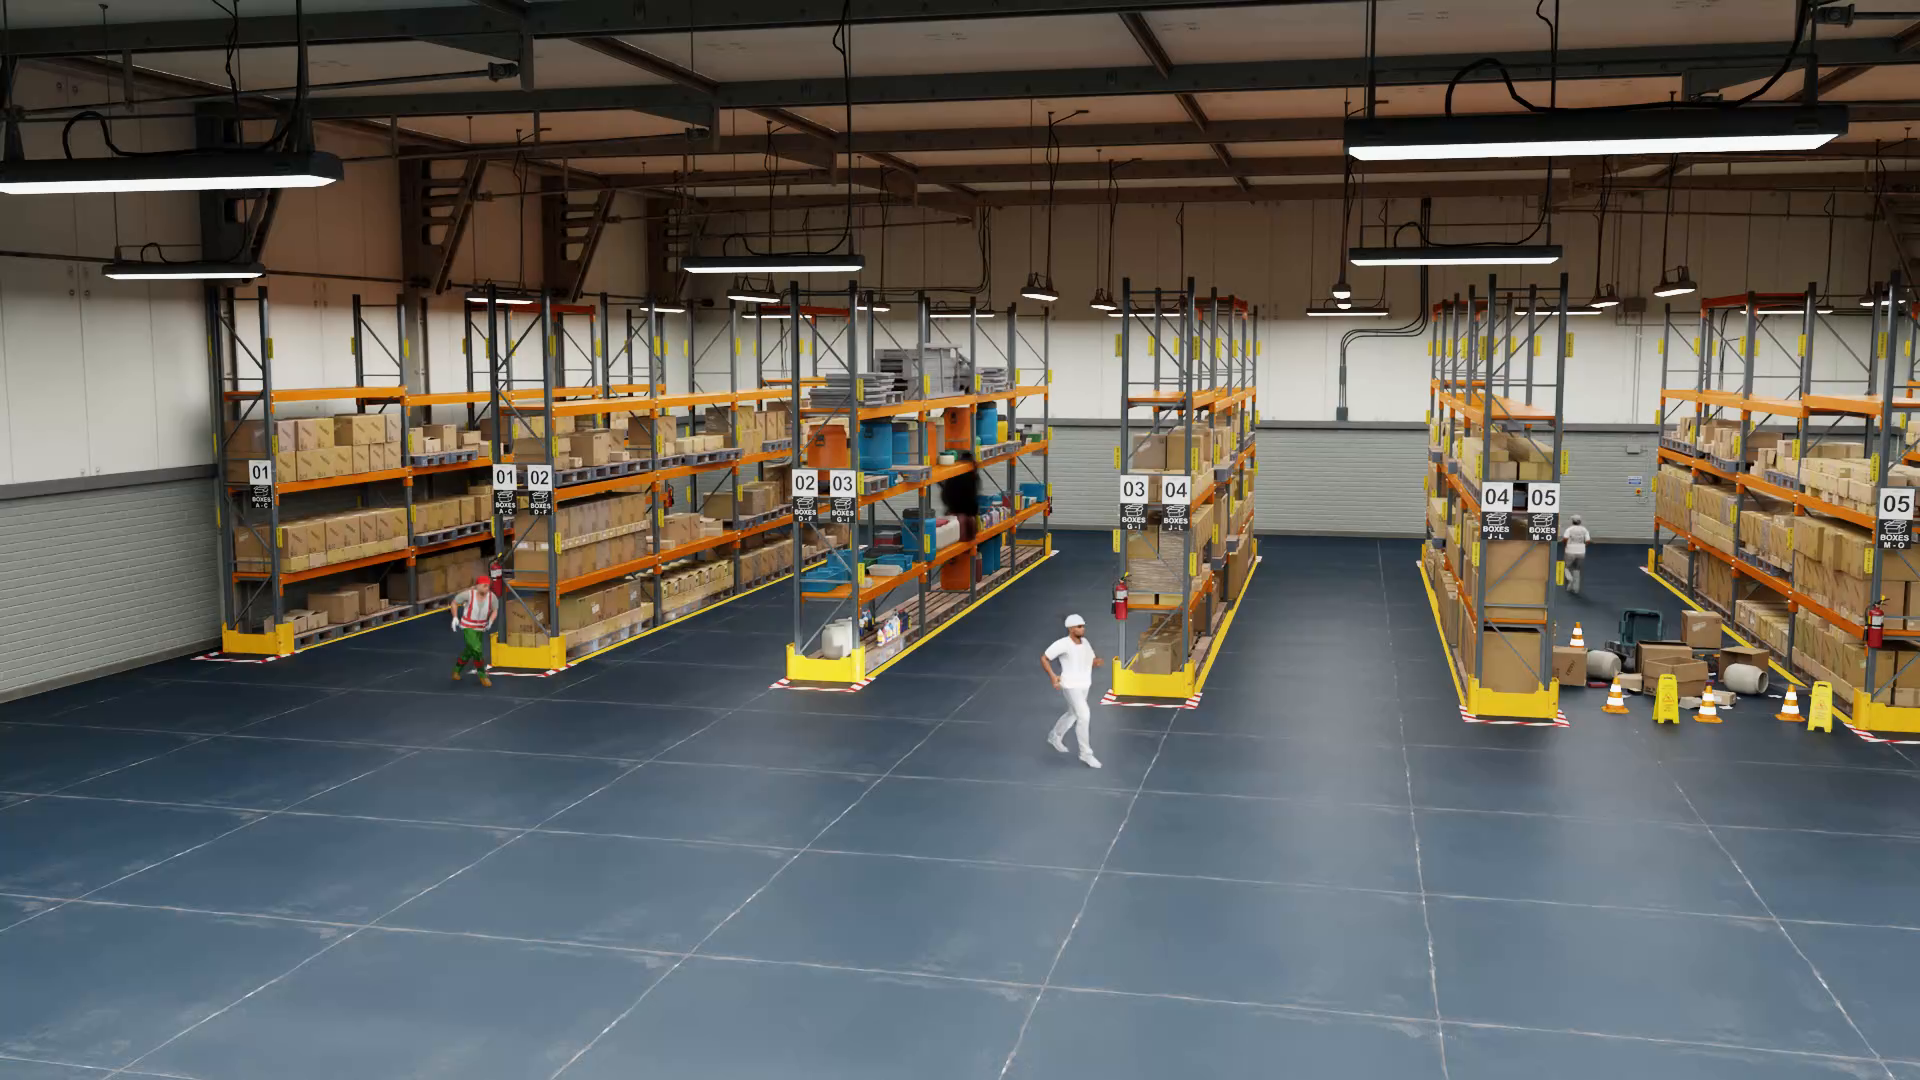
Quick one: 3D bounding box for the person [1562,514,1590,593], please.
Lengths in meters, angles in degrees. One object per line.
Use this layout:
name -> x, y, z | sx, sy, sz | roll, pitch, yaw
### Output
person -> 12.604, 0.273, 34.182 | 0.599, 1.620, 0.512 | 0, 7, 1

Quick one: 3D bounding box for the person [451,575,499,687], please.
person -> -7.285, 1.314, 24.851 | 0.685, 1.652, 0.958 | -6, 9, -40

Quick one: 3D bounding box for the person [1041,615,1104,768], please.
person -> 1.396, 1.799, 20.159 | 0.893, 1.798, 0.684 | 5, 8, 38
